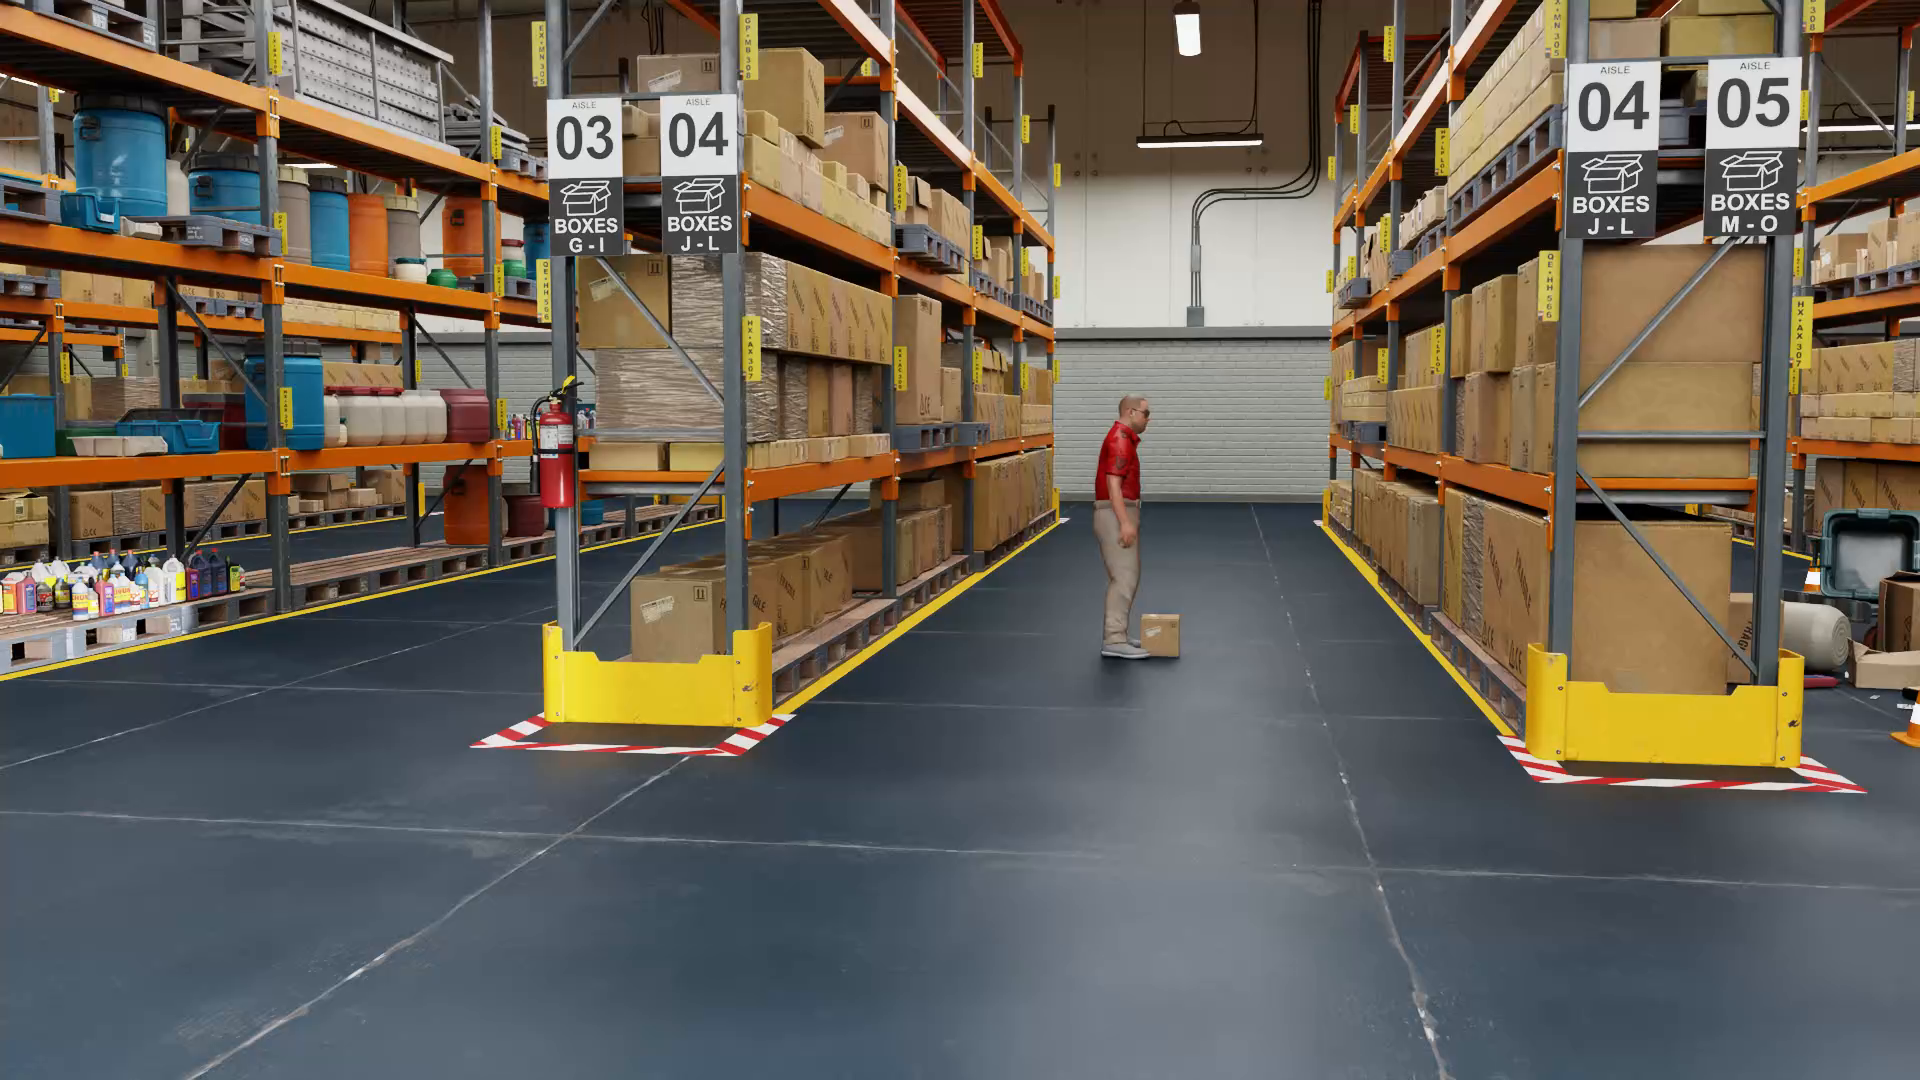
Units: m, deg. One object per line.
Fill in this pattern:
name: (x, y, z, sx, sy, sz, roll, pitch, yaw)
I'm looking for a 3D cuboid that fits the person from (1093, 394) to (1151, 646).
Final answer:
person: (1.077, -0.140, 11.069, 0.370, 1.657, 0.584, 1, 4, 9)
